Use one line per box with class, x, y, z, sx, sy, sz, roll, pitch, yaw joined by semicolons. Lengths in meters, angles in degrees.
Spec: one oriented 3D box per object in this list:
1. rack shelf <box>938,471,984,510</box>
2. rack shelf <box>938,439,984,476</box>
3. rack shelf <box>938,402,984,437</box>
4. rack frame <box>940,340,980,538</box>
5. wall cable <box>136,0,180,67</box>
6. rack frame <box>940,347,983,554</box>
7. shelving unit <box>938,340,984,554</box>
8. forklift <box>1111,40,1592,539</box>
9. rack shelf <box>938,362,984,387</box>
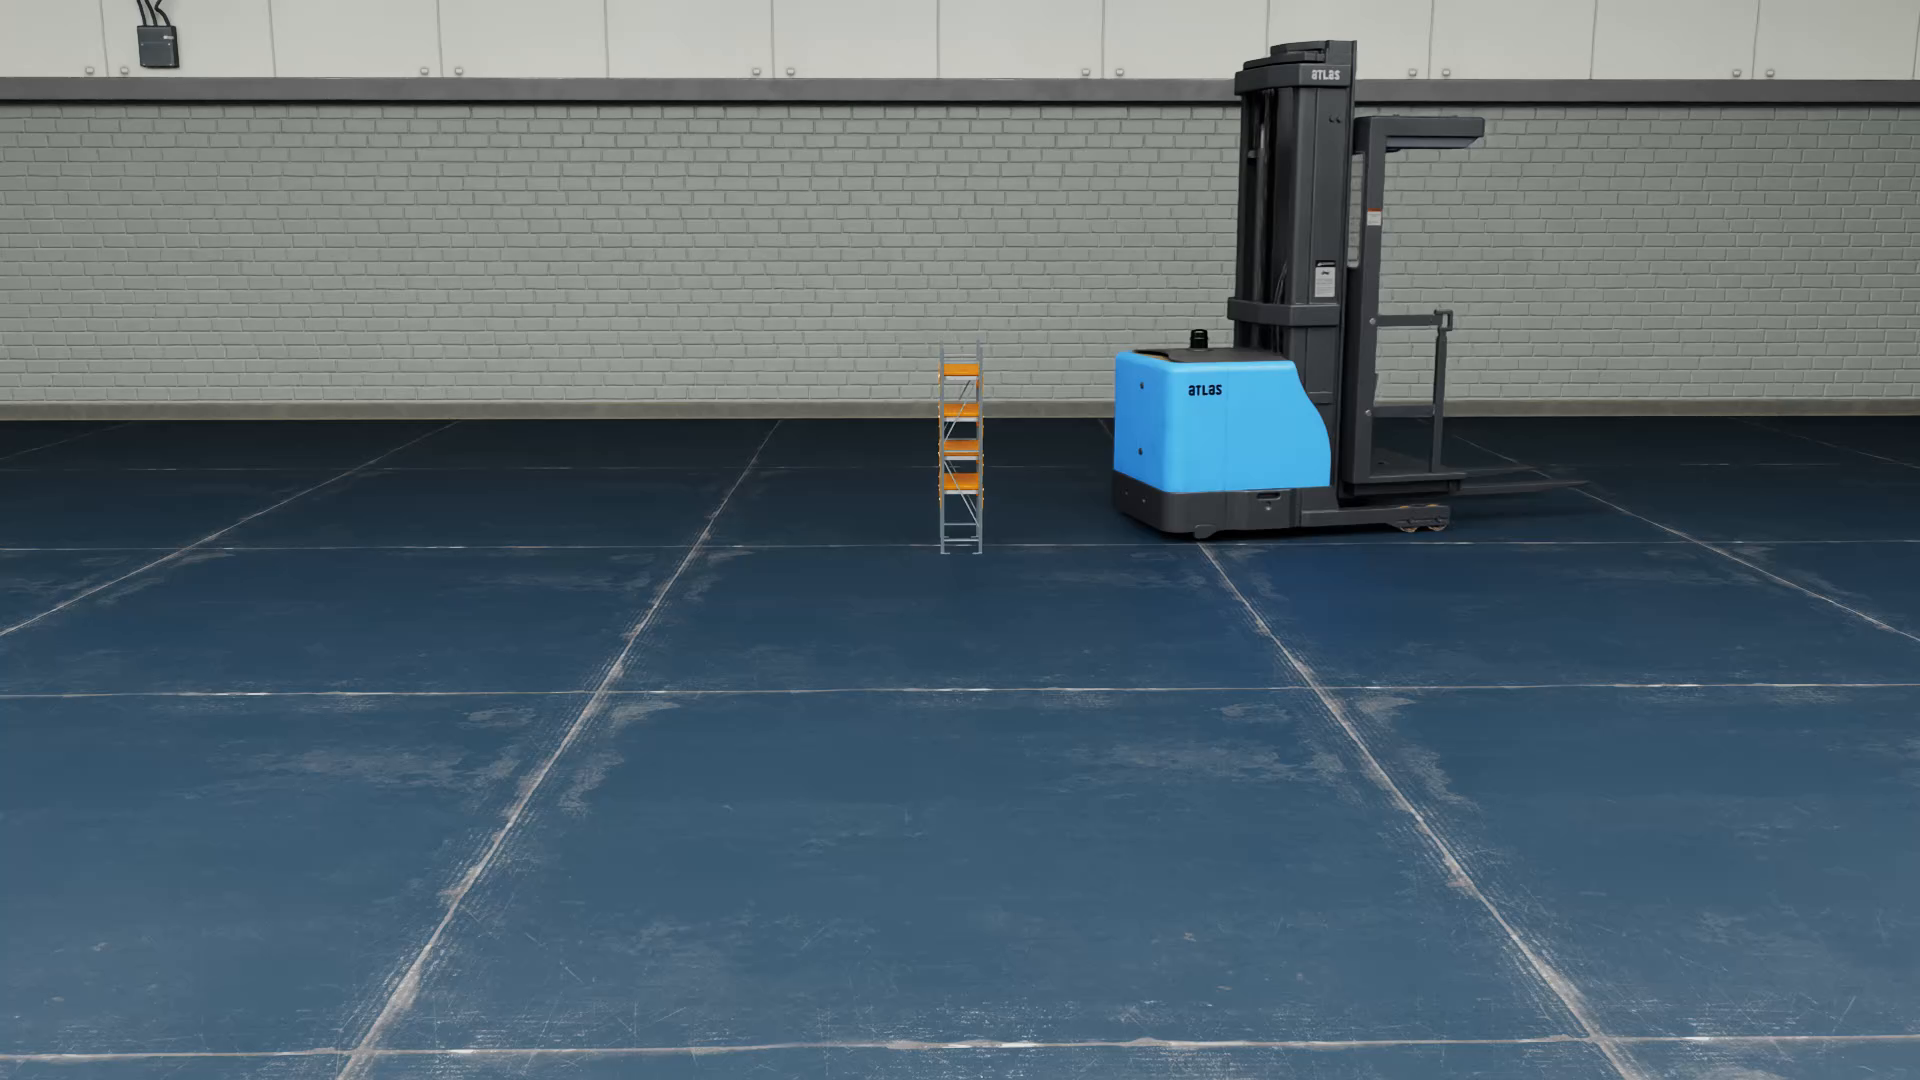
rack shelf;0.003;-0.295;9.830;0.258;0.148;0.480;0;11;-1
rack shelf;0.003;-0.489;9.791;0.258;0.148;0.480;0;11;-1
rack shelf;0.003;-0.708;9.747;0.258;0.148;0.480;0;11;-1
rack frame;-0.002;-0.604;10.017;0.240;1.200;0.015;0;11;-1
wall cable;-6.192;-7.199;14.359;2.305;6.003;0.169;0;11;-1
rack frame;0.008;-0.507;9.539;0.240;1.200;0.015;0;11;-1
shelving unit;0.003;-0.555;9.778;0.258;1.200;0.503;0;11;-1
forklift;2.555;-1.581;10.479;3.031;2.935;1.130;-3;12;-14
rack shelf;0.003;-0.940;9.699;0.258;0.148;0.480;0;11;-1
